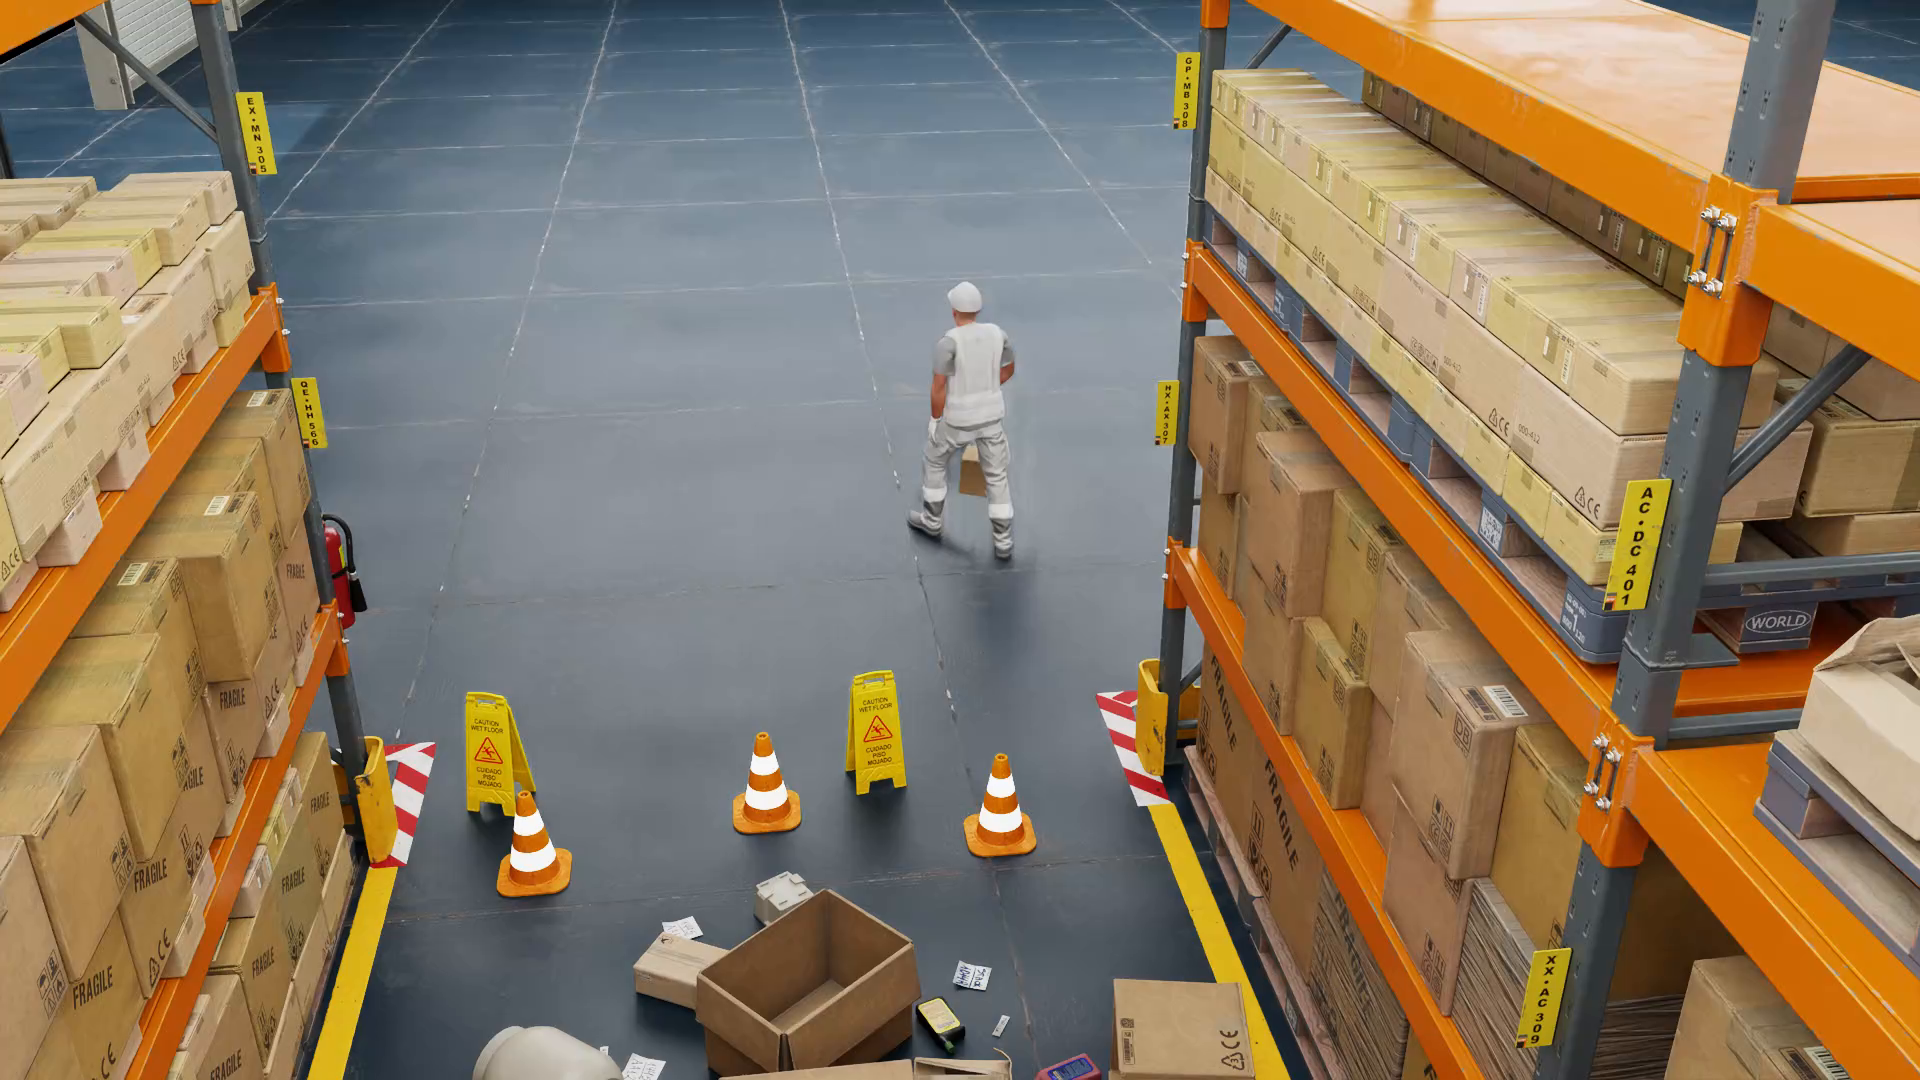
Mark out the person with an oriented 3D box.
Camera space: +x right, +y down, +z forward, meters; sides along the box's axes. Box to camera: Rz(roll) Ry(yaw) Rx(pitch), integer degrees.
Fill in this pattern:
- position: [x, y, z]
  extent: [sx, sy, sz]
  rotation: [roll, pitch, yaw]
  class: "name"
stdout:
- position: [0.055, -0.787, 10.660]
  extent: [0.635, 1.746, 0.741]
  rotation: [-10, 29, -20]
  class: "person"
